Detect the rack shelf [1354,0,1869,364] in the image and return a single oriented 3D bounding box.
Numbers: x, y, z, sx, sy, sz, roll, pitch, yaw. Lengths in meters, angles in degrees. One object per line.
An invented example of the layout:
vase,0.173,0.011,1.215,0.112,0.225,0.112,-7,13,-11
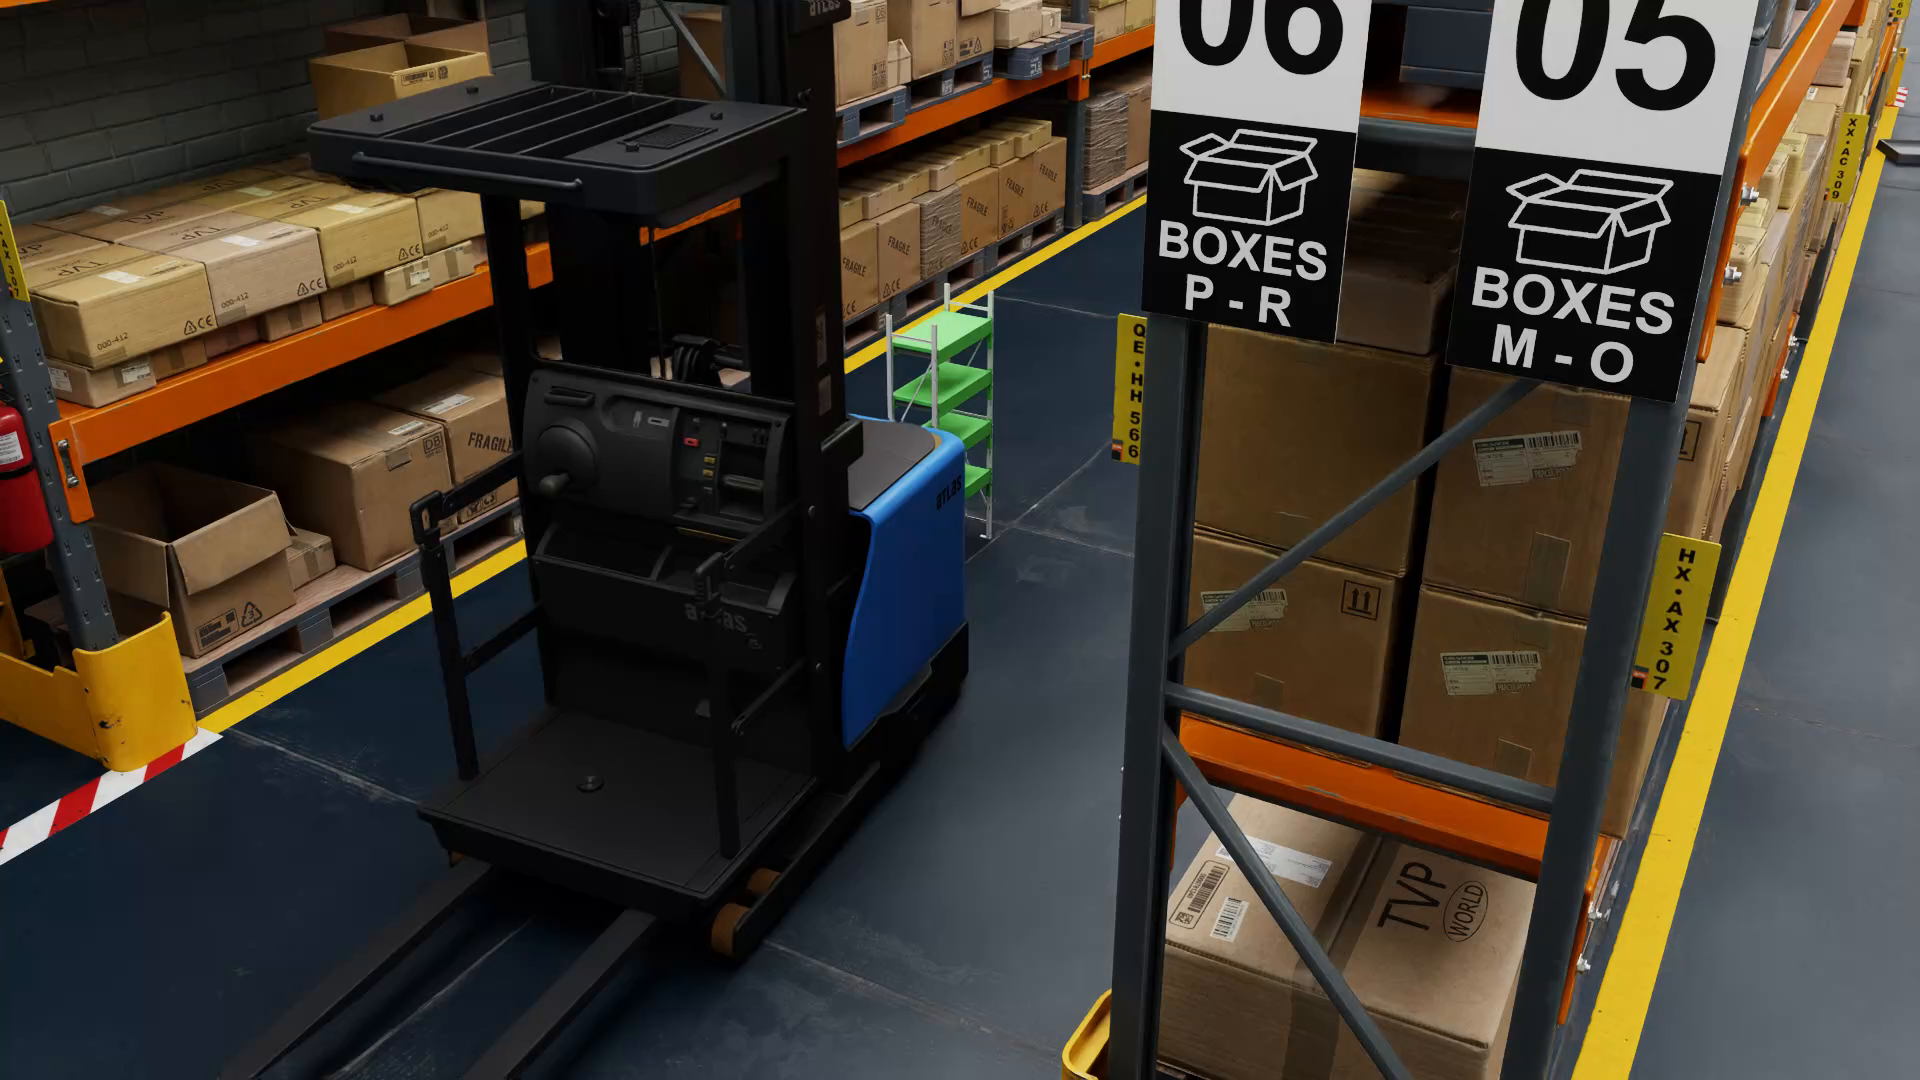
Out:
rack shelf,1.817,-1.358,4.564,1.077,0.370,4.000,14,30,26

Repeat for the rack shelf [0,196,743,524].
rack shelf,-2.506,-1.108,7.416,1.077,0.370,4.000,14,30,26

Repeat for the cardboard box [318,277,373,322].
cardboard box,-2.602,-1.015,6.706,0.380,0.149,0.250,15,30,27

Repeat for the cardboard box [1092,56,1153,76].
cardboard box,1.410,-3.653,13.879,0.875,0.625,0.625,13,29,24

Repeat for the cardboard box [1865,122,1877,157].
cardboard box,7.262,-3.364,13.721,0.500,0.250,0.500,13,29,24

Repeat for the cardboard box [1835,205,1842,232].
cardboard box,5.412,-2.196,11.253,0.950,0.372,0.625,14,30,25

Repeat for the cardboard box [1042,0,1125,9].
cardboard box,0.898,-4.038,12.075,0.500,0.250,0.500,14,30,26

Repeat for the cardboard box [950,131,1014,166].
cardboard box,0.148,-2.674,11.339,0.380,0.149,0.250,13,29,24

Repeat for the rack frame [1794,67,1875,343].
rack frame,4.769,-2.676,9.745,1.000,3.000,0.127,14,30,26

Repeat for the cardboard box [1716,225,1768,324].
cardboard box,1.544,-0.612,3.667,0.380,0.149,0.250,15,30,28

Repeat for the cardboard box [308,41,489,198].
cardboard box,-2.294,-1.754,6.899,0.500,0.500,0.500,15,30,27

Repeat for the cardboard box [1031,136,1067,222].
cardboard box,0.425,-2.626,11.968,0.500,0.500,0.500,15,30,28

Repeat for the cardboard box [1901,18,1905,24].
cardboard box,8.158,-4.651,14.729,0.380,0.149,0.250,16,31,28

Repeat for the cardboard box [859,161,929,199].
cardboard box,-0.419,-2.285,10.561,0.380,0.149,0.250,14,30,26

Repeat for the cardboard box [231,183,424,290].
cardboard box,-2.538,-1.228,6.688,0.500,0.250,0.500,14,30,25

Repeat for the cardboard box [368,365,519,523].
cardboard box,-2.305,-0.446,7.614,0.500,0.500,0.500,15,30,27

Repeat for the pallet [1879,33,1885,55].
pallet,5.707,-3.371,11.347,1.003,0.211,1.213,14,30,26

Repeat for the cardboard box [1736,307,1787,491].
cardboard box,2.313,-0.524,5.334,0.500,0.500,0.500,14,30,25

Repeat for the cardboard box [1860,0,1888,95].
cardboard box,4.247,-2.515,8.195,0.500,0.500,0.500,14,30,26

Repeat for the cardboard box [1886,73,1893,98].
cardboard box,8.529,-4.369,15.729,0.500,0.250,0.500,14,30,26

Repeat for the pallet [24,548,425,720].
pallet,-3.061,0.256,7.002,1.003,0.211,1.213,14,30,26

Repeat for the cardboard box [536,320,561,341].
cardboard box,-2.053,-0.989,8.909,0.500,0.311,0.500,15,30,28

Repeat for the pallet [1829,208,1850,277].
pallet,5.756,-2.207,11.923,1.003,0.211,1.213,14,30,26

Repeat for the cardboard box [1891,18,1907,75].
cardboard box,8.284,-4.514,15.181,0.500,0.500,0.500,15,30,28

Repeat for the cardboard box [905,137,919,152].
cardboard box,-0.503,-2.696,11.383,0.380,0.149,0.250,13,29,24

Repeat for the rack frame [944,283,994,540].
rack frame,0.039,-0.567,7.542,0.240,1.200,0.015,14,30,26

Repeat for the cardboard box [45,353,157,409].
cardboard box,-3.089,-0.605,5.889,0.380,0.149,0.250,14,30,26

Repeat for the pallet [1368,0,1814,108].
pallet,1.189,-1.152,3.448,1.003,0.211,1.213,14,30,26

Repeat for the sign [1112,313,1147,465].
sign,0.368,-0.307,3.454,0.100,0.325,0.005,14,30,26

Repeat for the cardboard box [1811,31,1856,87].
cardboard box,2.927,-1.709,5.860,0.380,0.149,0.250,14,30,25

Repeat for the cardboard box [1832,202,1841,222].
cardboard box,4.021,-1.755,8.072,0.500,0.250,0.500,14,30,25

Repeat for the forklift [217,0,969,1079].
forklift,-1.036,-0.235,4.946,1.130,2.935,3.031,11,29,22

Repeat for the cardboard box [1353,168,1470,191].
cardboard box,1.153,-0.837,4.117,0.380,0.149,0.250,15,30,27

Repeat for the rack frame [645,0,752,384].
rack frame,-1.522,-2.209,8.812,1.000,3.000,0.127,14,30,26

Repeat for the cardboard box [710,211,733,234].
cardboard box,-1.167,-1.797,9.254,0.380,0.149,0.250,14,30,25

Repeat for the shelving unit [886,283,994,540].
shelving unit,-0.081,-0.472,7.353,0.258,1.200,0.503,14,30,26

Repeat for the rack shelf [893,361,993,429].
rack shelf,-0.081,-0.629,7.274,0.258,0.148,0.480,14,30,26

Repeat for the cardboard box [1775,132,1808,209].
cardboard box,2.049,-1.013,4.469,0.380,0.149,0.250,13,30,25

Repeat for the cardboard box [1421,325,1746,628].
cardboard box,1.318,-0.175,3.519,0.500,0.500,0.500,13,30,25

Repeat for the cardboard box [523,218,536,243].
cardboard box,-2.153,-1.426,7.528,0.380,0.149,0.250,15,30,27

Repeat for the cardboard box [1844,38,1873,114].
cardboard box,3.268,-1.717,6.601,0.500,0.500,0.500,15,30,27

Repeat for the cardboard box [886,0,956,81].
cardboard box,-0.448,-3.088,9.988,0.700,0.500,0.500,14,30,26

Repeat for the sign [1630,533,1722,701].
sign,1.314,0.144,3.057,0.100,0.325,0.005,14,30,26

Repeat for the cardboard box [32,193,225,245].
cardboard box,-3.240,-1.154,6.540,0.500,0.250,0.500,14,30,26

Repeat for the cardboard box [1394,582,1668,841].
cardboard box,1.320,0.273,3.742,0.500,0.500,0.500,14,30,26

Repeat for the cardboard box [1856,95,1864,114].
cardboard box,4.014,-1.981,7.965,0.500,0.250,0.500,13,29,25

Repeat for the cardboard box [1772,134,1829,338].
cardboard box,2.311,-0.968,5.104,0.500,0.500,0.500,15,30,27

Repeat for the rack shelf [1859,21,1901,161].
rack shelf,5.753,-3.134,11.463,1.077,0.370,4.000,14,30,26

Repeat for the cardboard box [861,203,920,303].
cardboard box,-0.585,-1.821,10.360,0.500,0.500,0.500,13,29,25

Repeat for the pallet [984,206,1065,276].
pallet,0.046,-2.238,11.985,1.003,0.211,1.213,14,30,26
